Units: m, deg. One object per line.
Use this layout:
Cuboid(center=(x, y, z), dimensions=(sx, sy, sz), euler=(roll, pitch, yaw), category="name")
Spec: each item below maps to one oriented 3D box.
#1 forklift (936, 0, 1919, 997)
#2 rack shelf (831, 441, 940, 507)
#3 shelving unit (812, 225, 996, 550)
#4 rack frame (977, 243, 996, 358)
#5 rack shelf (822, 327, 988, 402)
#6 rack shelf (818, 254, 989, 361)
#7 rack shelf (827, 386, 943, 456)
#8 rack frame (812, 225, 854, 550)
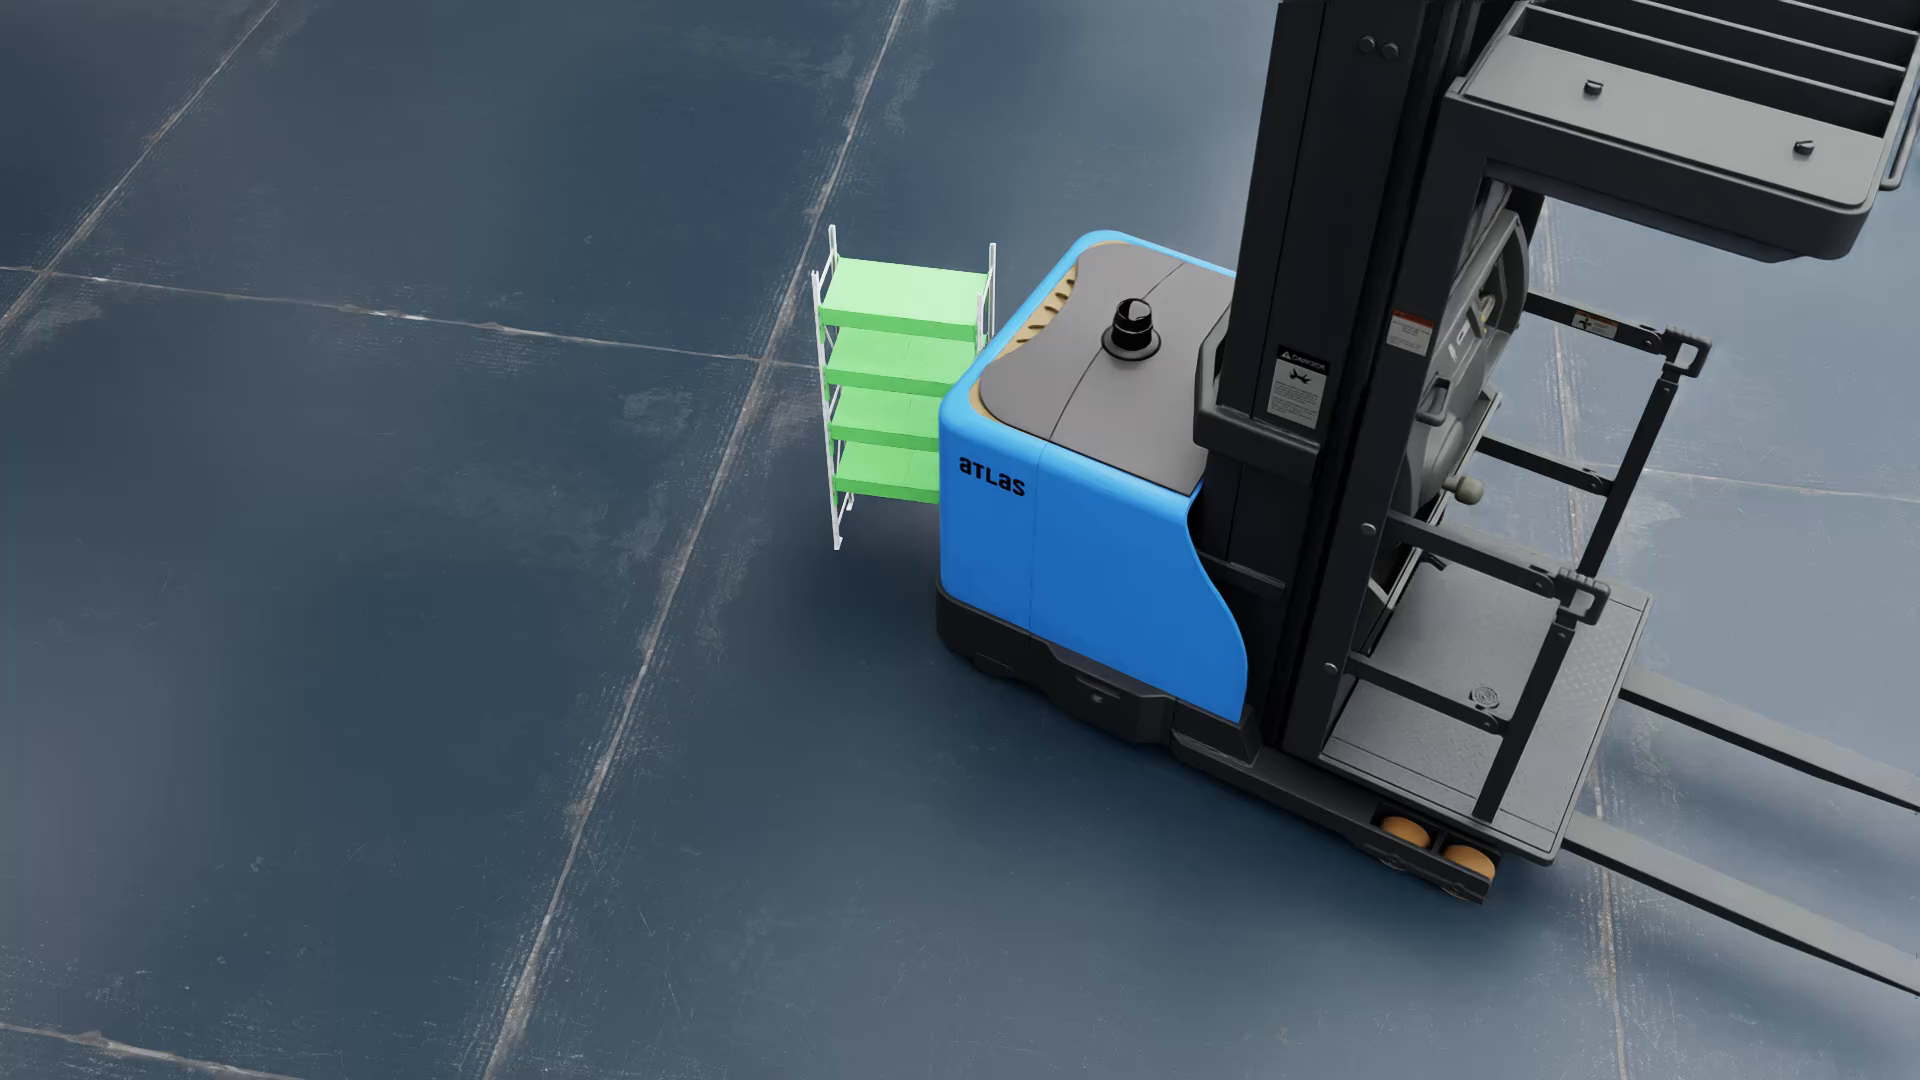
Cuboid(center=(1.459, -0.397, 4.136), dimensions=(3.031, 2.935, 1.130), euler=(23, 52, 19), category="forklift")
Cuboid(center=(-0.163, -0.220, 5.549), dimensions=(0.480, 0.148, 0.258), euler=(8, 49, 7), category="rack shelf")
Cuboid(center=(-0.163, -0.423, 5.323), dimensions=(0.503, 1.200, 0.258), euler=(8, 49, 7), category="shelving unit")
Cuboid(center=(0.077, -0.391, 5.294), dimensions=(0.015, 1.200, 0.240), euler=(8, 49, 7), category="rack frame")
Cuboid(center=(-0.163, -0.541, 5.192), dimensions=(0.480, 0.148, 0.258), euler=(8, 49, 7), category="rack shelf")
Cuboid(center=(-0.163, -0.701, 5.014), dimensions=(0.480, 0.148, 0.258), euler=(8, 49, 7), category="rack shelf")
Cuboid(center=(-0.163, -0.380, 5.371), dimensions=(0.480, 0.148, 0.258), euler=(8, 49, 7), category="rack shelf")
Cuboid(center=(-0.403, -0.455, 5.352), dimensions=(0.015, 1.200, 0.240), euler=(8, 49, 7), category="rack frame")
